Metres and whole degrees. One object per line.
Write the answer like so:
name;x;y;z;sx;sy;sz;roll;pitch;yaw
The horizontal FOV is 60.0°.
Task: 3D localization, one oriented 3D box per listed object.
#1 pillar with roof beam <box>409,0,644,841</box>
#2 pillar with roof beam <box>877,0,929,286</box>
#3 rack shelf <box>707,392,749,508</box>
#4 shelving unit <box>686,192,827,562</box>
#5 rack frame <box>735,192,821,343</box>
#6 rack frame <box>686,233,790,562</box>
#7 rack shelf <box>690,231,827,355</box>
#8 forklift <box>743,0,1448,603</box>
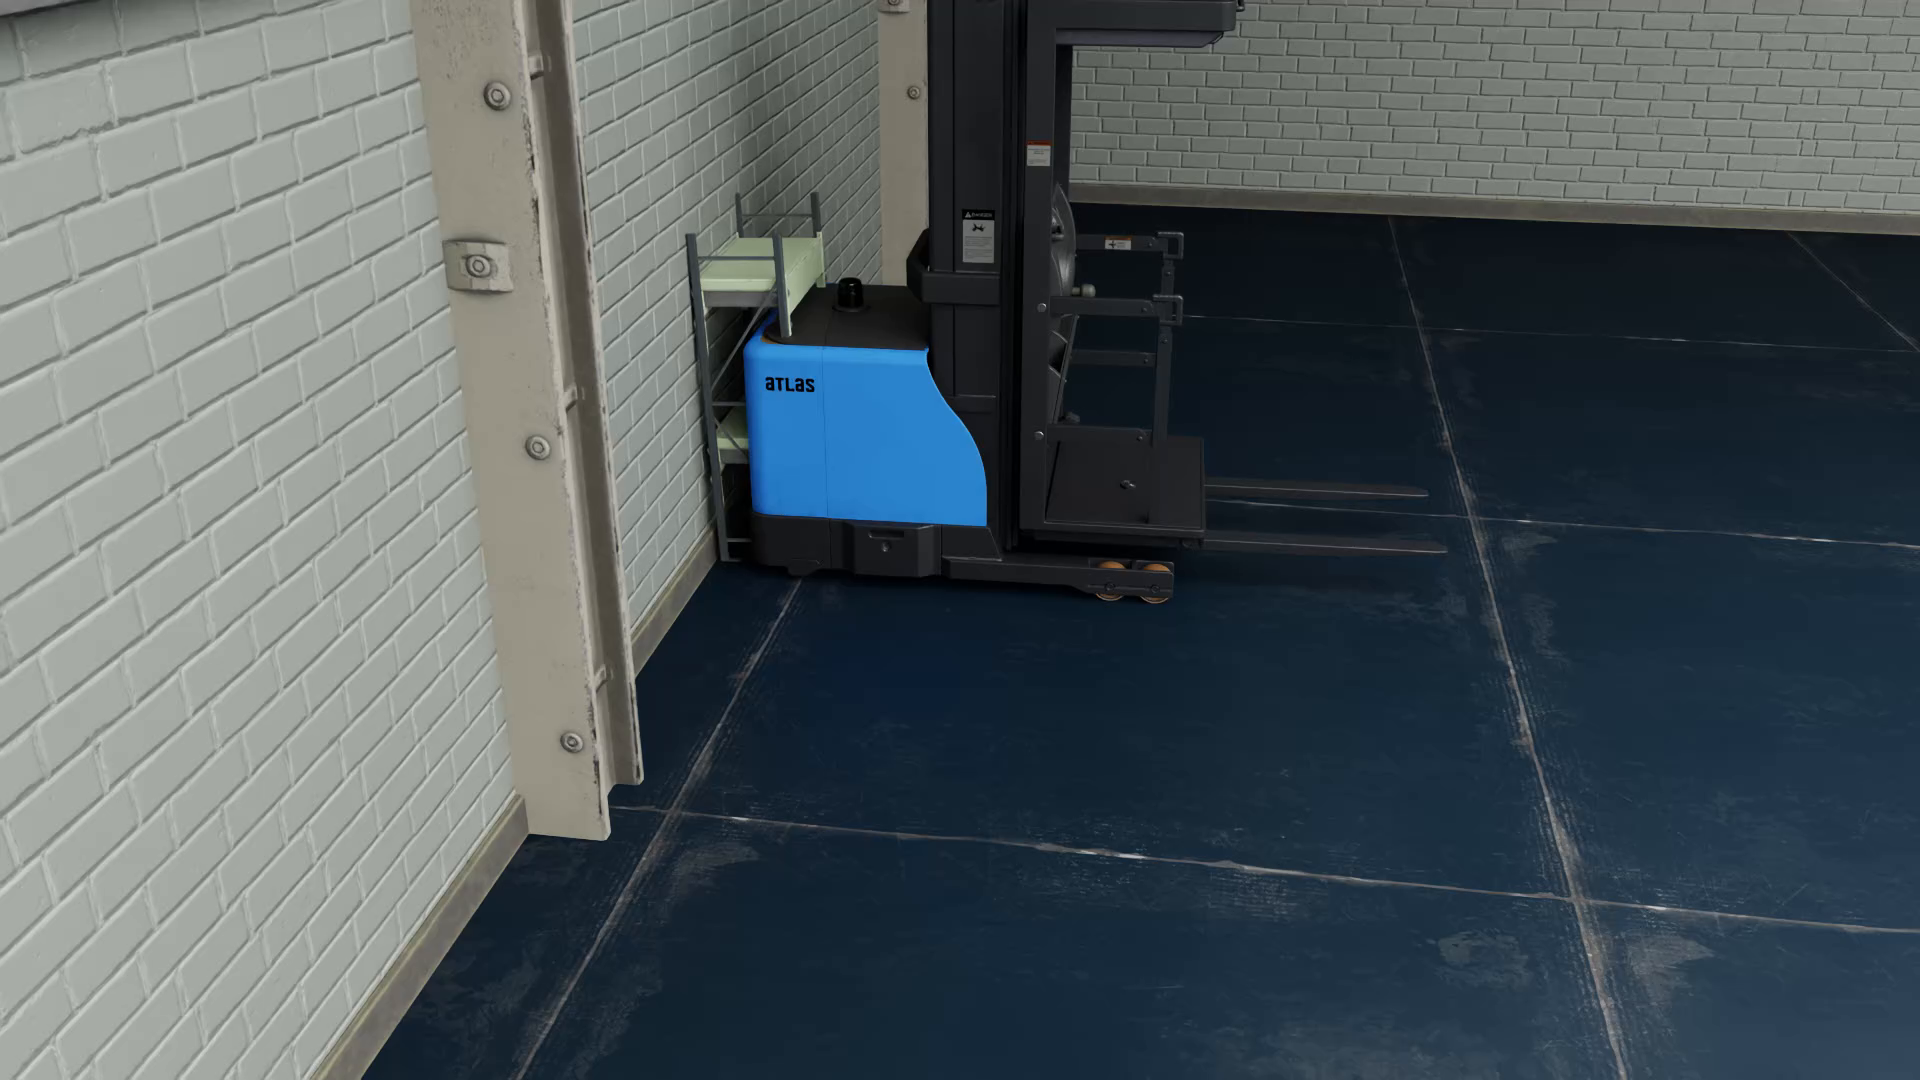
pillar with roof beam;2.936;-2.860;3.245;9.100;9.000;0.400;4;25;9
pillar with roof beam;3.917;-5.369;8.606;9.100;9.000;0.400;4;25;9
rack shelf;-0.847;-0.441;7.647;0.431;0.370;0.720;1;25;8
shelving unit;-0.859;-0.737;7.511;0.431;1.500;0.755;1;25;8
rack frame;-0.810;-0.890;7.840;0.400;1.500;0.023;1;25;8
rack frame;-0.908;-0.584;7.182;0.400;1.500;0.023;1;25;8
rack shelf;-0.873;-1.091;7.349;0.431;0.370;0.720;1;25;8
forklift;0.626;-1.294;7.057;3.031;2.935;1.130;3;25;6
